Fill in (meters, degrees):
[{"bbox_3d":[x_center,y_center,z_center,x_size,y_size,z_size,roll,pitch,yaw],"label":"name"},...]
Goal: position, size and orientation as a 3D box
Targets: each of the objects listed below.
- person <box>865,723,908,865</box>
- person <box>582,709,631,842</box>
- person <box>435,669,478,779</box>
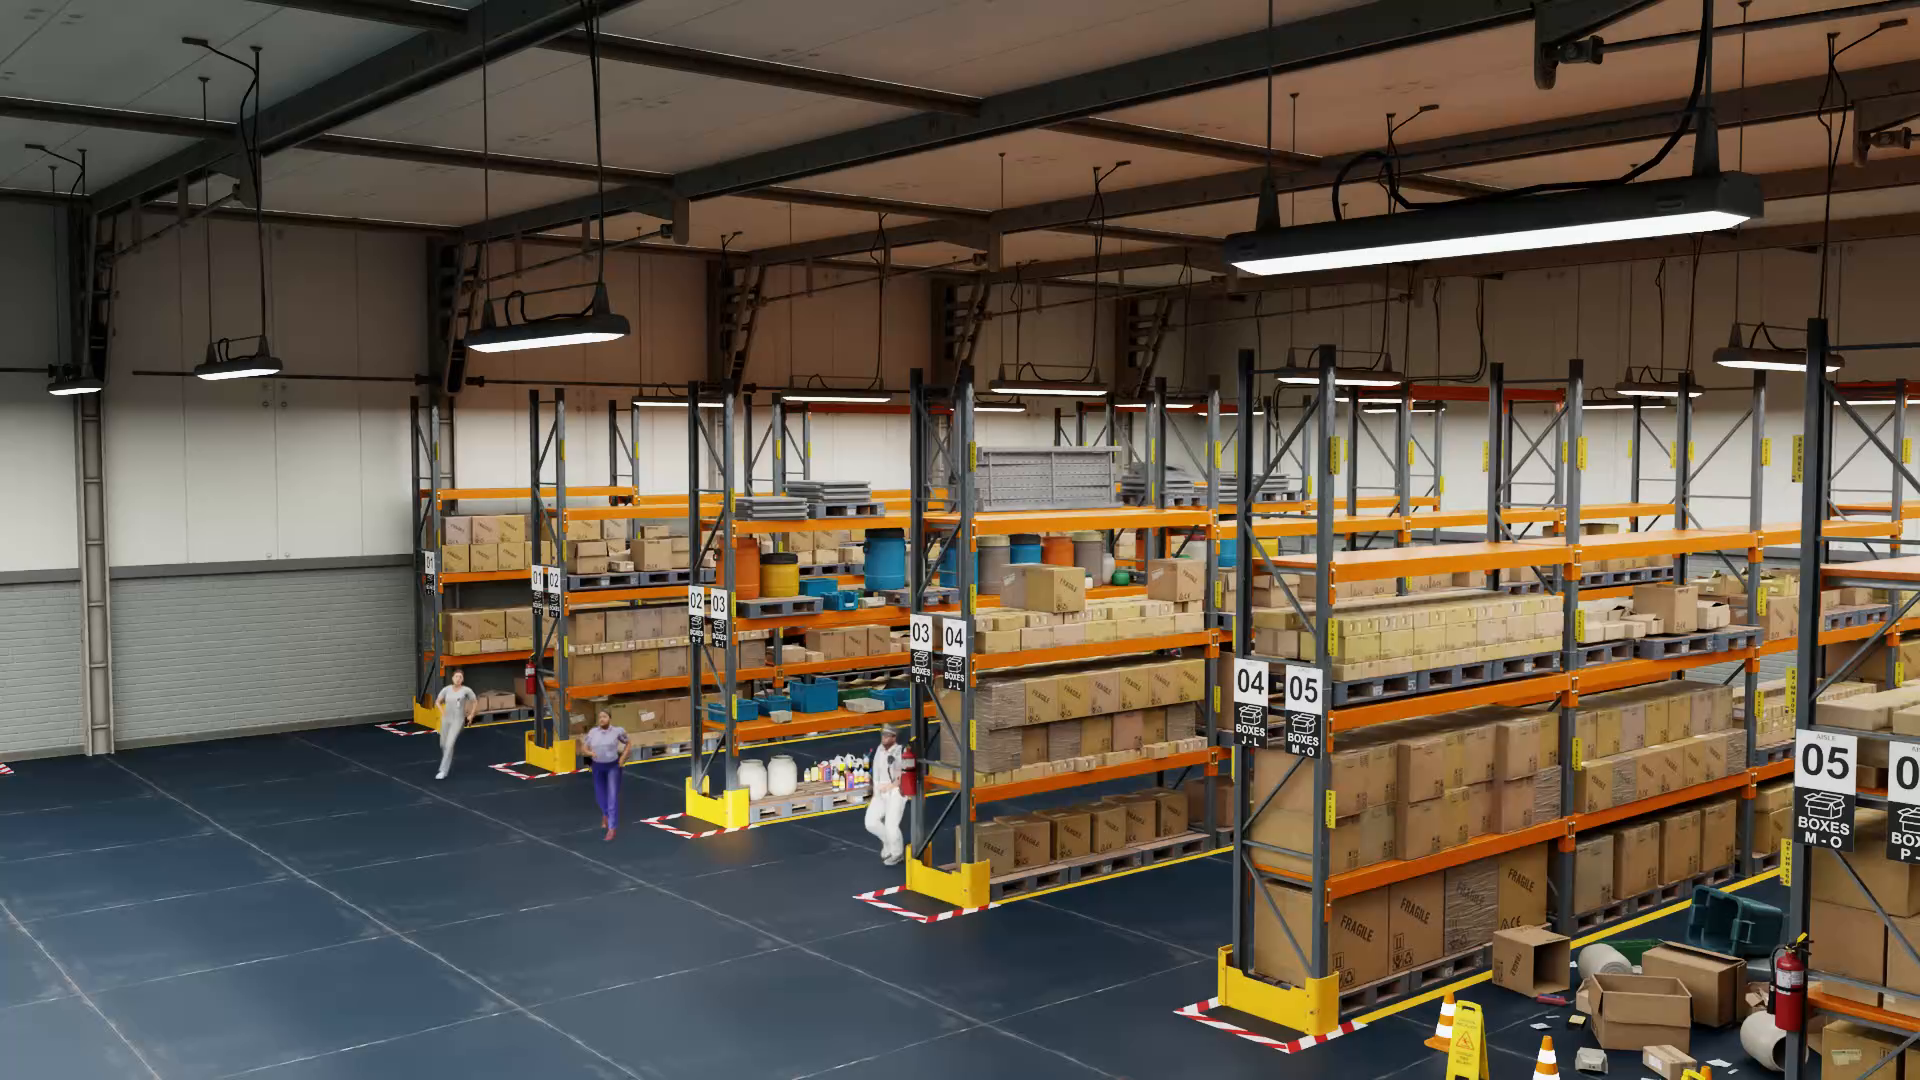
[{"bbox_3d":[-0.878,3.096,20.290,0.669,1.745,0.579,3,4,40],"label":"person"},{"bbox_3d":[-4.650,3.049,21.883,0.630,1.678,0.844,0,3,-5],"label":"person"},{"bbox_3d":[-7.789,2.808,25.687,0.633,1.637,0.893,0,3,-3],"label":"person"}]
